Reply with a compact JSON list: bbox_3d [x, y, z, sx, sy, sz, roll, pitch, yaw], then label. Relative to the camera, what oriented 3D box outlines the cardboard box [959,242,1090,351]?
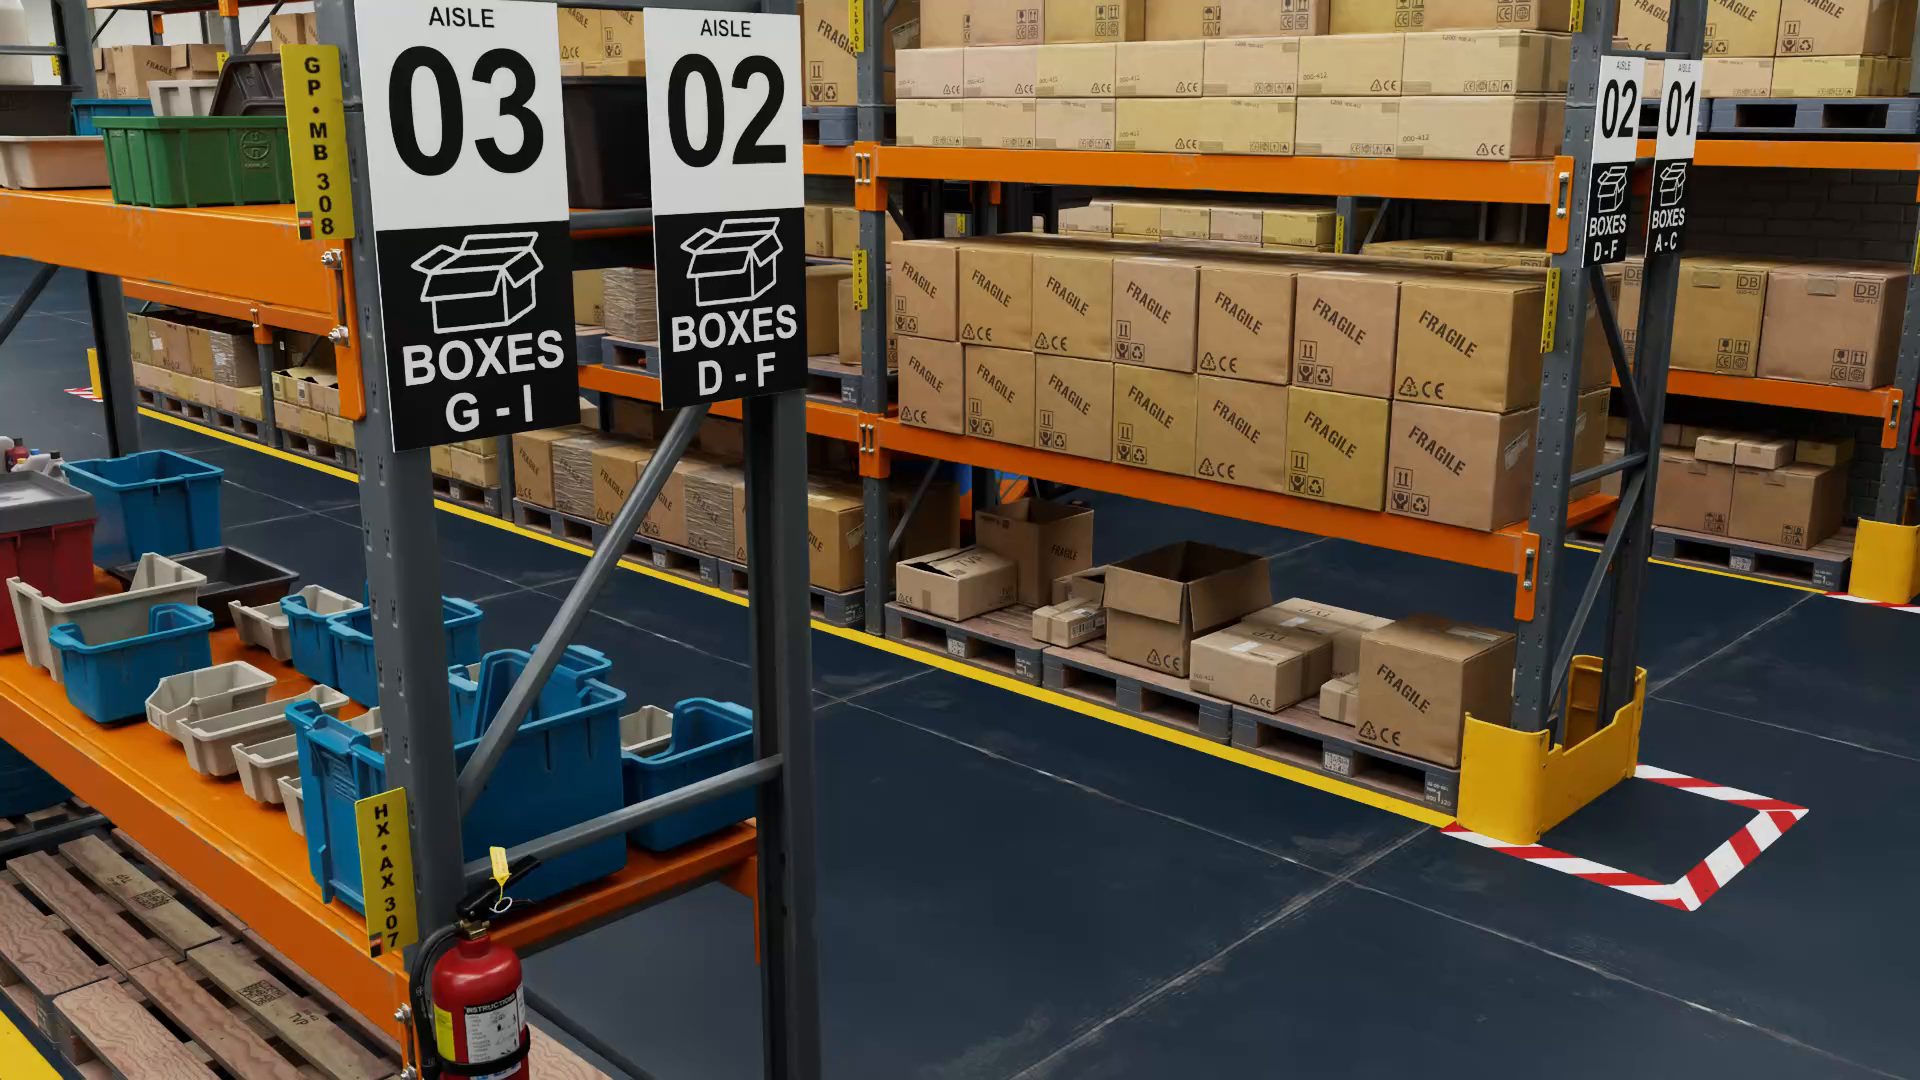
[{"bbox_3d":[0.345,-1.290,8.752,0.500,0.500,0.500,13,19,40],"label":"cardboard box"}]

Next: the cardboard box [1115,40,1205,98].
[{"bbox_3d":[1.081,-2.208,7.813,0.500,0.250,0.500,14,20,42],"label":"cardboard box"}]

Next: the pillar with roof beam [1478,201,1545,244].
[{"bbox_3d":[1.382,-4.037,9.579,0.400,9.000,9.100,14,20,42],"label":"pillar with roof beam"}]

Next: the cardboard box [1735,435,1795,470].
[{"bbox_3d":[5.353,-0.582,11.056,0.250,0.149,0.380,13,20,42],"label":"cardboard box"}]

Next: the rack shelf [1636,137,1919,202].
[{"bbox_3d":[4.705,-2.634,11.571,4.000,0.370,1.077,14,20,42],"label":"rack shelf"}]

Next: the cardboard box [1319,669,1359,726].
[{"bbox_3d":[1.918,0.739,7.892,0.250,0.166,0.380,14,20,42],"label":"cardboard box"}]

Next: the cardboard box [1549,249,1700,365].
[{"bbox_3d":[4.697,-1.674,11.813,0.700,0.700,0.980,12,19,40],"label":"cardboard box"}]

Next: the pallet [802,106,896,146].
[{"bbox_3d":[-0.591,-2.469,9.881,1.003,0.211,1.213,14,20,42],"label":"pallet"}]

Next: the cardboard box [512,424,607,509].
[{"bbox_3d":[-2.920,-0.553,12.191,0.500,0.500,0.500,-13,20,-42],"label":"cardboard box"}]

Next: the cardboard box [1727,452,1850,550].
[{"bbox_3d":[5.572,-0.279,11.178,0.500,0.500,0.700,14,20,42],"label":"cardboard box"}]

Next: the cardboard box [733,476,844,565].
[{"bbox_3d":[-1.074,-0.107,10.478,0.500,0.500,0.500,14,20,42],"label":"cardboard box"}]

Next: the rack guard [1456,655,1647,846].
[{"bbox_3d":[2.655,0.915,7.429,0.348,0.500,1.175,14,20,42],"label":"rack guard"}]

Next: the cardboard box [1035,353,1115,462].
[{"bbox_3d":[0.737,-0.714,8.525,0.500,0.500,0.500,14,20,42],"label":"cardboard box"}]

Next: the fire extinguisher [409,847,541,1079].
[{"bbox_3d":[-0.938,0.944,3.253,0.183,0.674,0.296,14,20,42],"label":"fire extinguisher"}]

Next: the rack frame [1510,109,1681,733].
[{"bbox_3d":[2.709,-0.281,7.062,0.127,3.000,1.000,14,20,42],"label":"rack frame"}]

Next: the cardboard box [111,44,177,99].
[{"bbox_3d":[-7.803,-4.512,16.042,0.500,0.500,0.500,14,20,42],"label":"cardboard box"}]

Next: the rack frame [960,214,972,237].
[{"bbox_3d":[0.386,-2.581,15.889,0.127,3.000,1.000,14,20,42],"label":"rack frame"}]

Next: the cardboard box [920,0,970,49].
[{"bbox_3d":[0.206,-2.887,8.932,0.500,0.500,0.700,14,20,42],"label":"cardboard box"}]

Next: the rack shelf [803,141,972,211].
[{"bbox_3d":[-1.610,-2.435,10.805,4.000,0.370,1.077,14,20,42],"label":"rack shelf"}]

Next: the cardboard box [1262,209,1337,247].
[{"bbox_3d":[2.752,-2.481,13.191,0.500,0.250,0.500,-14,20,-43],"label":"cardboard box"}]

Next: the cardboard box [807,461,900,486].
[{"bbox_3d":[-0.741,-0.205,10.854,0.500,0.500,0.500,14,20,43],"label":"cardboard box"}]

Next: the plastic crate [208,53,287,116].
[{"bbox_3d":[-1.640,-1.122,4.461,0.767,0.338,0.504,14,20,42],"label":"plastic crate"}]

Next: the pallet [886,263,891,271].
[{"bbox_3d":[-0.201,-2.594,16.318,1.003,0.211,1.213,14,20,42],"label":"pallet"}]

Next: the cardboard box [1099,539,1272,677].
[{"bbox_3d":[1.186,0.342,8.750,0.637,0.503,0.797,14,20,42],"label":"cardboard box"}]

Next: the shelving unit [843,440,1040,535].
[{"bbox_3d":[-0.097,-0.390,10.826,1.048,1.125,0.538,5,35,30],"label":"shelving unit"}]

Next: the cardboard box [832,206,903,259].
[{"bbox_3d":[-0.872,-3.137,16.951,0.500,0.500,0.700,14,20,42],"label":"cardboard box"}]

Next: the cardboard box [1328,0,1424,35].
[{"bbox_3d":[2.027,-2.455,7.274,0.500,0.500,0.700,14,20,42],"label":"cardboard box"}]

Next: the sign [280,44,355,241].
[{"bbox_3d":[-1.102,-0.681,2.855,0.005,0.325,0.100,14,20,42],"label":"sign"}]

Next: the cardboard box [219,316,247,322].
[{"bbox_3d":[-7.127,-2.017,16.857,0.500,0.500,0.500,14,20,42],"label":"cardboard box"}]

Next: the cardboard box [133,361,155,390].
[{"bbox_3d":[-8.215,-1.733,17.254,0.500,0.250,0.500,14,20,42],"label":"cardboard box"}]

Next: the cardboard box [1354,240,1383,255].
[{"bbox_3d":[3.109,-2.209,13.634,0.500,0.500,0.500,13,19,40],"label":"cardboard box"}]

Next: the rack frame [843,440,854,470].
[{"bbox_3d":[-0.534,-0.424,11.083,0.032,1.125,0.500,5,35,30],"label":"rack frame"}]

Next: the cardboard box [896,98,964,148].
[{"bbox_3d":[0.008,-2.230,8.891,0.500,0.250,0.500,14,20,42],"label":"cardboard box"}]

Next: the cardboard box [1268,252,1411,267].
[{"bbox_3d":[1.835,-1.118,8.091,0.500,0.500,0.500,14,20,43],"label":"cardboard box"}]

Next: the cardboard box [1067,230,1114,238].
[{"bbox_3d":[1.285,-2.471,14.640,0.500,0.500,0.500,14,20,42],"label":"cardboard box"}]

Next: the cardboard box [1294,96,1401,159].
[{"bbox_3d":[1.804,-1.792,7.208,0.500,0.250,0.500,14,20,42],"label":"cardboard box"}]

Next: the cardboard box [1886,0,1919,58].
[{"bbox_3d":[5.787,-3.346,10.655,0.500,0.500,0.500,13,19,40],"label":"cardboard box"}]

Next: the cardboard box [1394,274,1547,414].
[{"bbox_3d":[2.198,-0.841,7.031,0.500,0.500,0.500,13,20,42],"label":"cardboard box"}]

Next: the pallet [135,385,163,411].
[{"bbox_3d":[-8.229,-1.606,17.676,1.213,0.211,1.003,14,20,42],"label":"pallet"}]

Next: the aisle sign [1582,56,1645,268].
[{"bbox_3d":[2.546,-1.472,6.475,0.004,0.787,0.394,14,20,42],"label":"aisle sign"}]

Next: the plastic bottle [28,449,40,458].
[{"bbox_3d":[-4.008,-0.260,7.236,0.097,0.271,0.097,0,15,0],"label":"plastic bottle"}]

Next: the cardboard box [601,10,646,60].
[{"bbox_3d":[-2.006,-3.409,10.936,0.500,0.500,0.500,14,20,42],"label":"cardboard box"}]

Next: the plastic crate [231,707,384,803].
[{"bbox_3d":[-1.643,0.553,4.266,0.243,0.136,0.396,14,20,42],"label":"plastic crate"}]

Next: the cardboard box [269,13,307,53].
[{"bbox_3d":[-5.513,-4.211,14.174,0.500,0.500,0.500,14,20,43],"label":"cardboard box"}]

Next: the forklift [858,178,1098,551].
[{"bbox_3d":[0.311,-1.555,12.088,1.130,2.935,3.031,8,17,29],"label":"forklift"}]

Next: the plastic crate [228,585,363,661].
[{"bbox_3d":[-2.149,0.266,5.366,0.466,0.136,0.293,14,20,42],"label":"plastic crate"}]

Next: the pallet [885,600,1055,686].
[{"bbox_3d":[0.324,0.489,9.639,1.213,0.211,1.003,14,20,42],"label":"pallet"}]

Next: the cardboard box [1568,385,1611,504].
[{"bbox_3d":[2.573,-0.455,7.531,0.500,0.500,0.500,-14,20,-43],"label":"cardboard box"}]

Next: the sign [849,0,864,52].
[{"bbox_3d":[-0.553,-2.772,8.867,0.005,0.325,0.100,14,20,42],"label":"sign"}]

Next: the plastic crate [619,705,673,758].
[{"bbox_3d":[-0.854,0.542,4.308,0.298,0.136,0.250,14,20,42],"label":"plastic crate"}]

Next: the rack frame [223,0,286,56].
[{"bbox_3d":[-5.929,-5.284,14.366,0.127,3.000,1.000,14,20,42],"label":"rack frame"}]

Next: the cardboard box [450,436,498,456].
[{"bbox_3d":[-3.598,-0.872,12.839,0.500,0.311,0.500,-14,20,-43],"label":"cardboard box"}]

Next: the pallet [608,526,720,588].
[{"bbox_3d":[-1.664,0.019,11.440,1.213,0.211,1.003,14,20,42],"label":"pallet"}]

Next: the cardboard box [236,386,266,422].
[{"bbox_3d":[-6.415,-1.295,15.575,0.500,0.250,0.500,14,20,42],"label":"cardboard box"}]

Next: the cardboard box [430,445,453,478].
[{"bbox_3d":[-3.971,-0.691,13.257,0.500,0.250,0.500,13,20,42],"label":"cardboard box"}]

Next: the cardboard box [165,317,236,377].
[{"bbox_3d":[-7.499,-1.920,16.484,0.500,0.500,0.500,14,20,42],"label":"cardboard box"}]

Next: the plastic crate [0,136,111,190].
[{"bbox_3d":[-2.391,-1.023,4.484,0.530,0.136,0.437,14,20,42],"label":"plastic crate"}]

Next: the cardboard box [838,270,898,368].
[{"bbox_3d":[-0.356,-1.356,10.157,0.500,0.500,0.700,7,16,24],"label":"cardboard box"}]

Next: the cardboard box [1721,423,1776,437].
[{"bbox_3d":[5.435,-0.696,11.492,0.250,0.149,0.380,14,20,42],"label":"cardboard box"}]
